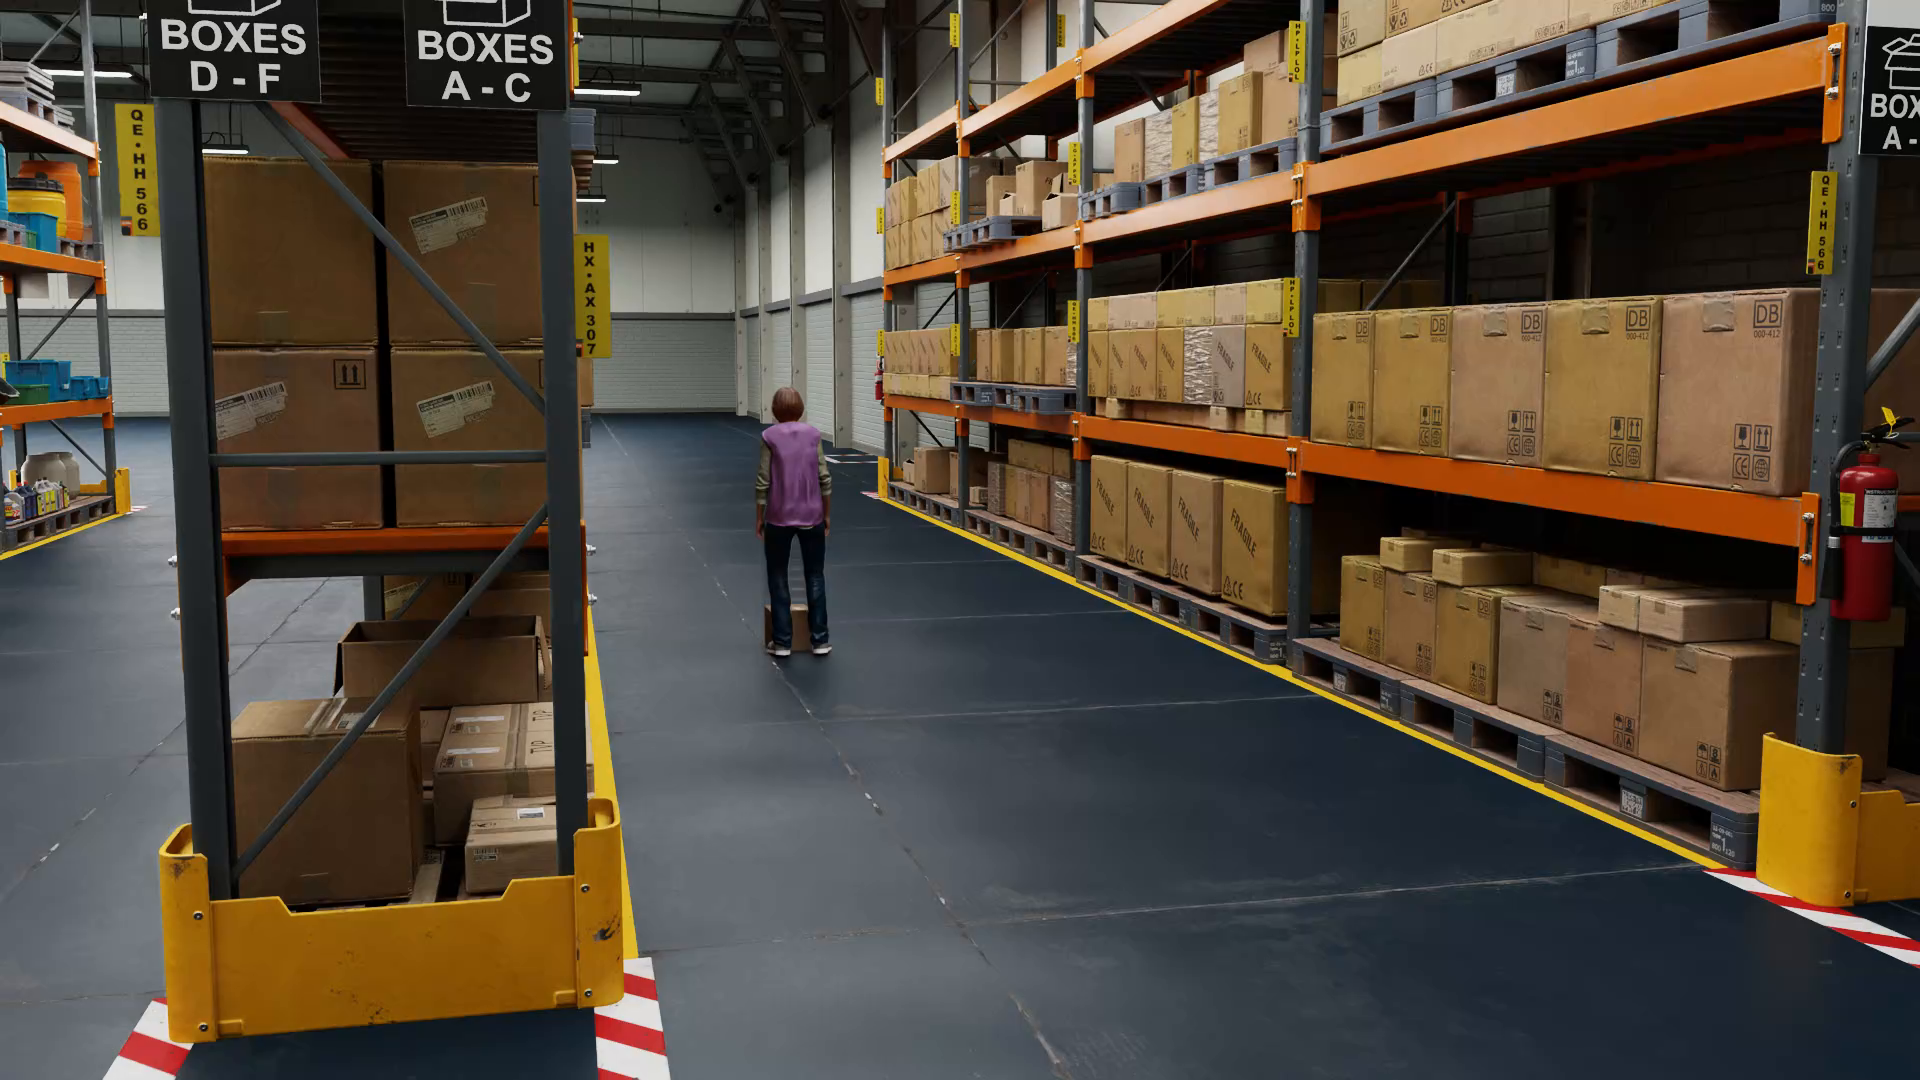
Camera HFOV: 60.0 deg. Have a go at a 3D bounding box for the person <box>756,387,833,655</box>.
[{"bbox_3d":[-0.980,-0.101,9.842,0.460,1.582,0.344,-2,7,-13],"label":"person"}]
